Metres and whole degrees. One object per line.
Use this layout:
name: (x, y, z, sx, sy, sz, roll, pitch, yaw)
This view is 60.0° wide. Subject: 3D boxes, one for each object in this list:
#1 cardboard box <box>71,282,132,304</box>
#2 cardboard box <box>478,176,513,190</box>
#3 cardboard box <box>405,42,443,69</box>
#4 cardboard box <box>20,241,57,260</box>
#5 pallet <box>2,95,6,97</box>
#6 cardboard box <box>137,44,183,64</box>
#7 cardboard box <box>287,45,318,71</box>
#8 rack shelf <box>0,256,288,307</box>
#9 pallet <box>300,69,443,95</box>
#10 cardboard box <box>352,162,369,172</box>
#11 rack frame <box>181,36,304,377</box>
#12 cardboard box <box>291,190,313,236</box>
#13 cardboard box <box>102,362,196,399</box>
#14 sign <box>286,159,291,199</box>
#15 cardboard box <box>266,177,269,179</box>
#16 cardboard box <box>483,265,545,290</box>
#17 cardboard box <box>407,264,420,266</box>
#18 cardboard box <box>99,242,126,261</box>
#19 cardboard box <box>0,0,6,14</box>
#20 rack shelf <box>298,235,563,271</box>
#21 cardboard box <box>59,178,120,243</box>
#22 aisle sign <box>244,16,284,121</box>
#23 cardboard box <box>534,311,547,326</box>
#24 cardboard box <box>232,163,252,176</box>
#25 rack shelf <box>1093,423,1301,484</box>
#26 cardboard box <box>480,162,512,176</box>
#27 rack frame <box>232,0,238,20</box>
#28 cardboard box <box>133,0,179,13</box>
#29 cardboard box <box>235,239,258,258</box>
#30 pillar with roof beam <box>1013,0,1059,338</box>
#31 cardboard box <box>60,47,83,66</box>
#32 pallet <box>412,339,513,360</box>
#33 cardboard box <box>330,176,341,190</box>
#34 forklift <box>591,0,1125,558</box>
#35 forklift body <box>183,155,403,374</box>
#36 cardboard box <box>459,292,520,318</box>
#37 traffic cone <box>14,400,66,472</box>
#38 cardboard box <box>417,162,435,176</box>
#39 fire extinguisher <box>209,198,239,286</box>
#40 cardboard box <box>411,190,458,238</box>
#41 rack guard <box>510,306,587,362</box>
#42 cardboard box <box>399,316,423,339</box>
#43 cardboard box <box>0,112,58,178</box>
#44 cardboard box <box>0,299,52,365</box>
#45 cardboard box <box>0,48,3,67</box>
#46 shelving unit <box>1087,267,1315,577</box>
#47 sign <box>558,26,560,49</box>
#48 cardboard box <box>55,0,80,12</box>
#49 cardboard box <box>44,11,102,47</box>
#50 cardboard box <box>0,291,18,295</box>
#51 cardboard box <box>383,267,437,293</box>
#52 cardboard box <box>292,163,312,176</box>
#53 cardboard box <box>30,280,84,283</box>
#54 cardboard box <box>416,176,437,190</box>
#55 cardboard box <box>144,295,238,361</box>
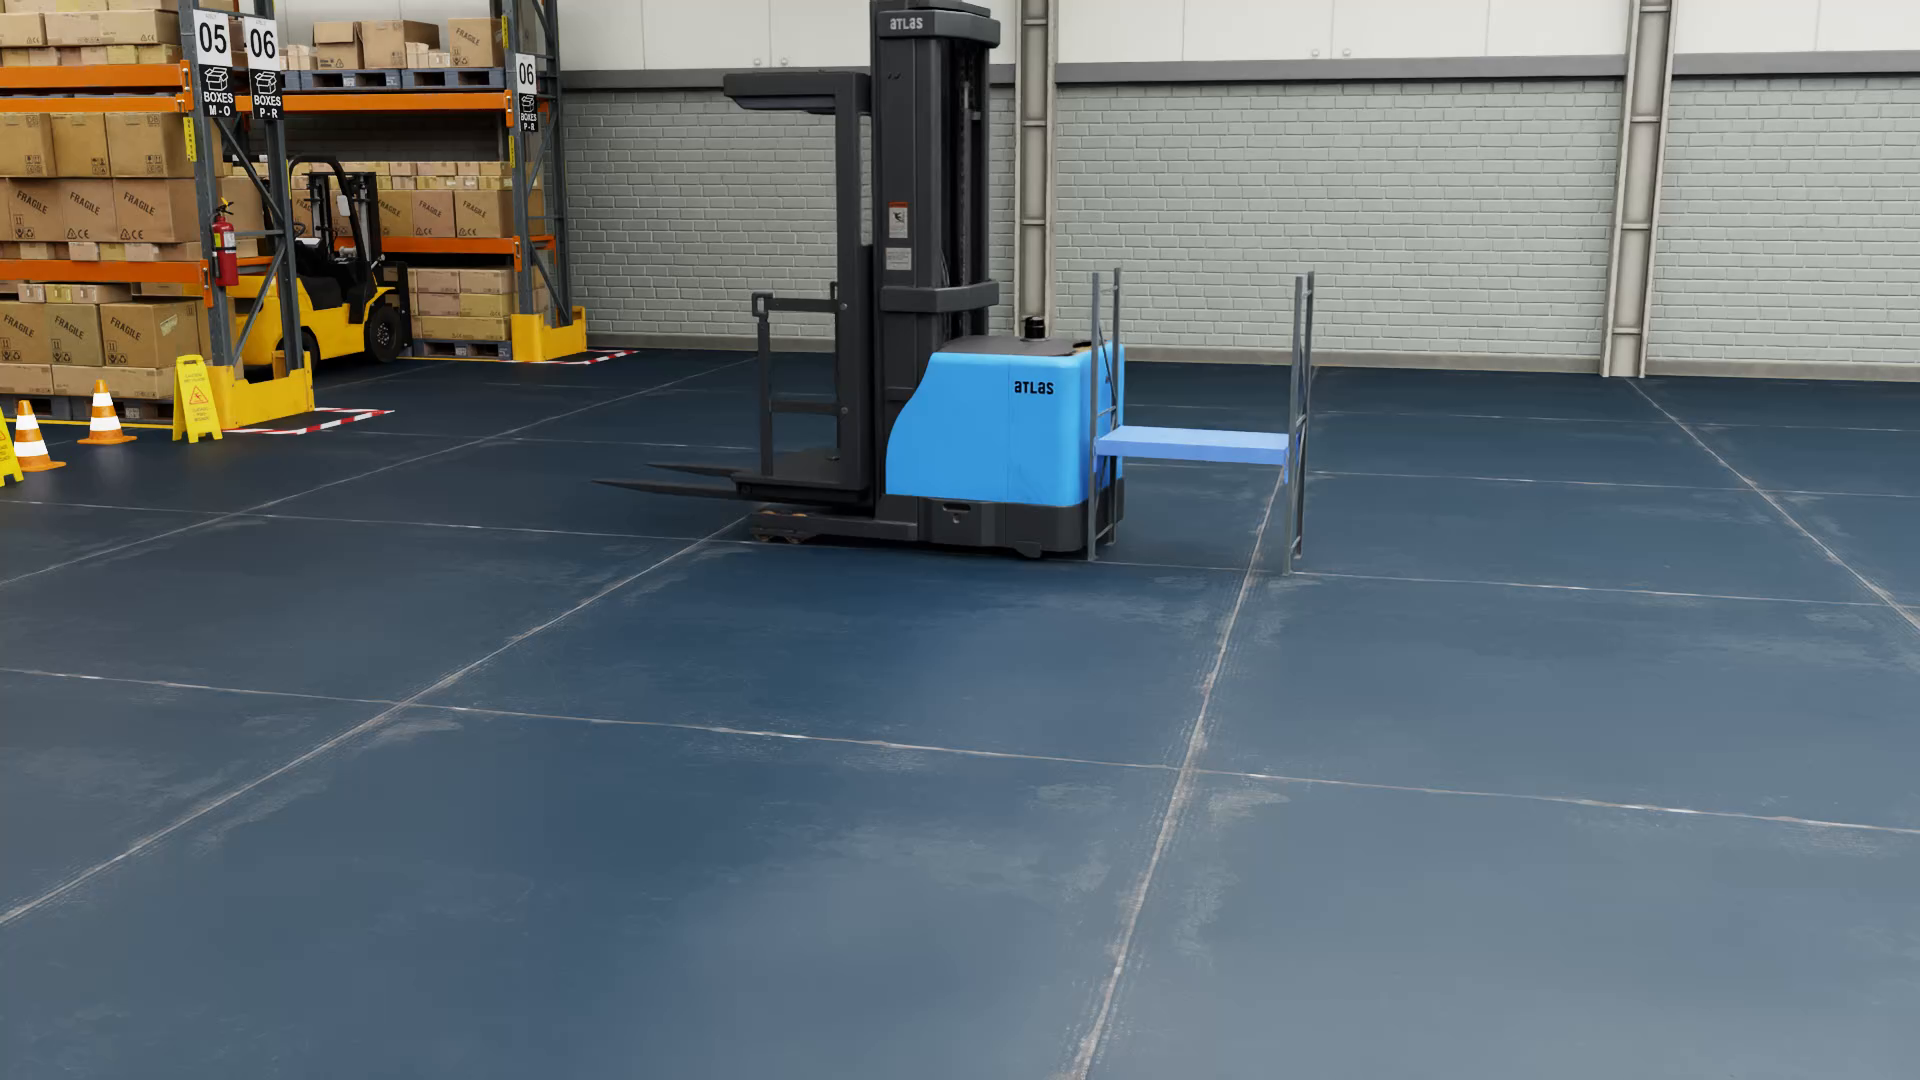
cardboard box: (-6.959, -2.003, 13.487, 0.250, 0.149, 0.380, 3, 13, 15)
cardboard box: (-4.965, -3.835, 17.864, 0.250, 0.149, 0.380, 3, 13, 14)
cardboard box: (-5.685, -5.155, 17.728, 0.258, 0.266, 0.396, 3, 13, 14)
cardboard box: (-7.420, -2.369, 13.568, 0.250, 0.149, 0.380, 3, 13, 13)
pallet: (-11.648, -5.281, 19.622, 1.003, 0.211, 1.213, 4, 13, 16)
cardboard box: (-6.160, -3.767, 12.944, 0.250, 0.149, 0.380, 3, 13, 14)
cardboard box: (-7.076, -5.229, 18.063, 0.258, 0.266, 0.396, 3, 13, 12)
rack shelf: (-7.688, -2.219, 13.969, 4.000, 0.370, 1.077, 3, 13, 14)
pallet: (-6.429, -5.036, 18.287, 1.213, 0.211, 1.003, 3, 13, 14)
cardboard box: (-6.450, -4.073, 18.253, 0.250, 0.149, 0.380, 3, 13, 14)
rack frame: (-5.747, -2.466, 13.424, 0.127, 3.000, 1.000, 3, 13, 14)
cardboard box: (-7.075, -3.639, 18.479, 0.500, 0.500, 0.500, 3, 13, 13)
cardboard box: (-6.619, -1.315, 13.616, 0.500, 0.250, 0.500, 3, 13, 13)
sign: (-5.617, -3.003, 13.844, 0.005, 0.325, 0.100, 3, 13, 14)
cardboard box: (-7.465, -3.962, 18.438, 0.250, 0.149, 0.380, 3, 13, 15)
cardboard box: (-4.982, -2.926, 18.565, 0.500, 0.250, 0.500, 3, 13, 13)
cardboard box: (-6.447, -3.007, 18.932, 0.500, 0.250, 0.500, 3, 13, 12)
cardboard box: (-6.677, -2.325, 13.370, 0.250, 0.149, 0.380, 3, 13, 13)
cardboard box: (-7.643, -4.225, 13.166, 0.250, 0.149, 0.380, 3, 13, 15)
rack shelf: (-6.503, -3.263, 18.675, 4.000, 0.370, 1.077, 3, 13, 14)
cardboard box: (-6.825, -2.657, 13.368, 0.500, 0.500, 0.500, 3, 13, 14)
aisle sign: (-5.612, -3.797, 13.421, 0.004, 0.787, 0.394, 3, 13, 14)
cardboard box: (-4.991, -2.439, 18.682, 0.500, 0.250, 0.500, 3, 13, 14)
cardboard box: (-7.926, -4.159, 18.637, 0.250, 0.149, 0.380, 3, 13, 14)
rack shelf: (1.244, -0.458, 8.664, 1.000, 0.185, 0.538, 4, 13, 18)
cardboard box: (-4.959, -3.995, 17.900, 0.250, 0.149, 0.380, 3, 13, 14)
rack frame: (-8.445, -6.646, 18.415, 0.127, 3.000, 1.000, 3, 13, 14)
cardboard box: (-6.146, -4.153, 12.839, 0.250, 0.149, 0.380, 3, 13, 14)
cardboard box: (-6.027, -2.405, 13.726, 0.250, 0.149, 0.380, 3, 13, 14)
pillar with roof beam: (-0.227, -5.448, 13.013, 0.400, 9.000, 9.100, 3, 13, 14)
cardboard box: (-6.889, -3.822, 13.188, 0.250, 0.149, 0.380, 3, 13, 14)
pallet: (-5.314, -2.180, 18.570, 1.213, 0.211, 1.003, 3, 13, 14)
cardboard box: (-6.702, -3.927, 18.279, 0.250, 0.149, 0.380, 3, 13, 12)
forklift: (-0.639, -1.514, 9.291, 3.031, 2.935, 1.130, 5, 13, 20)
forklift body: (-6.839, -2.810, 16.935, 1.214, 2.155, 2.313, 3, 13, 14)
cardboard box: (-5.108, -2.576, 18.145, 0.500, 0.250, 0.500, 3, 13, 13)
traffic cone: (-6.409, -0.728, 11.445, 0.334, 0.463, 0.336, 3, 13, 14)
cardboard box: (-5.691, -4.038, 18.092, 0.250, 0.149, 0.380, 3, 13, 14)
fire extinguisher: (-5.746, -2.325, 12.968, 0.183, 0.674, 0.296, 3, 13, 14)
cardboard box: (-5.603, -3.558, 18.115, 0.500, 0.500, 0.500, 3, 13, 15)
rack guard: (-4.538, -2.288, 18.394, 0.348, 0.500, 1.175, 3, 13, 14)
cardboard box: (-6.057, -2.386, 18.443, 0.500, 0.250, 0.500, 3, 13, 14)
cardboard box: (-7.304, -3.161, 13.332, 0.500, 0.500, 0.700, 3, 13, 13)
cardboard box: (-7.583, -1.736, 13.778, 0.500, 0.500, 0.500, 3, 13, 12)
cardboard box: (-7.662, -3.838, 13.261, 0.250, 0.149, 0.380, 3, 13, 13)
shelving unit: (1.244, -0.633, 8.625, 1.048, 1.500, 0.538, 4, 13, 18)
sign: (-4.422, -5.556, 18.226, 0.005, 0.325, 0.100, 3, 13, 14)
cardboard box: (-6.873, -4.207, 13.086, 0.250, 0.149, 0.380, 3, 13, 14)
cardboard box: (-6.793, -4.002, 13.079, 0.500, 0.250, 0.500, 3, 13, 13)
cardboard box: (-8.497, -1.902, 14.529, 0.500, 0.500, 0.500, 3, 13, 15)
cardboard box: (-6.072, -2.868, 18.308, 0.500, 0.250, 0.500, 3, 13, 14)
cardboard box: (-7.197, -4.101, 18.376, 0.250, 0.149, 0.380, 3, 13, 13)
cardboard box: (-10.436, -2.869, 19.751, 0.625, 0.625, 0.875, 3, 13, 11)
cardboard box: (-5.695, -3.883, 18.083, 0.250, 0.149, 0.380, 3, 13, 13)
cardboard box: (-6.487, -1.796, 14.050, 0.500, 0.500, 0.500, 3, 13, 12)
